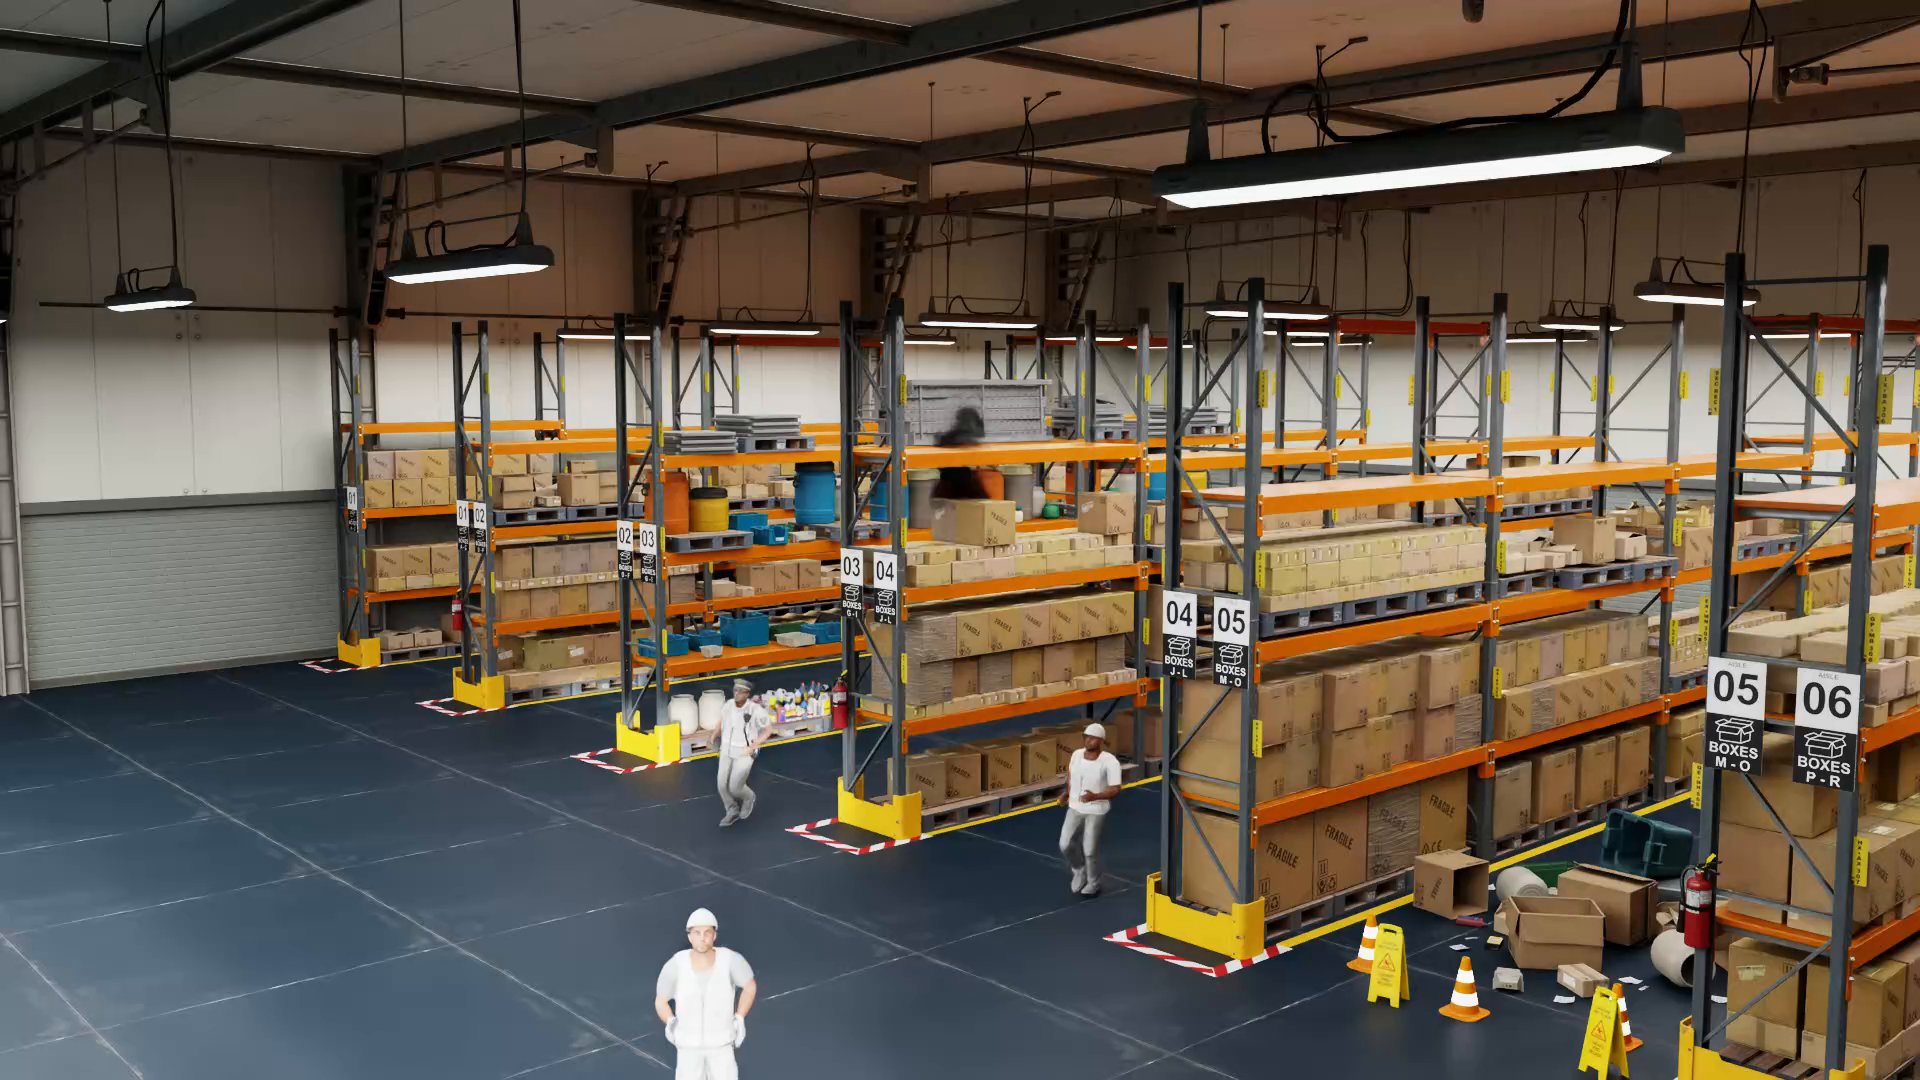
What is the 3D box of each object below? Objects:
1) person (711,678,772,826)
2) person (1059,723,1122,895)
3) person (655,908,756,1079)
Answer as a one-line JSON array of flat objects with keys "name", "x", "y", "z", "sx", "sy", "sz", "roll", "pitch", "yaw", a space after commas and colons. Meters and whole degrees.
[{"name": "person", "x": -2.537, "y": 2.436, "z": 19.057, "sx": 0.685, "sy": 1.721, "sz": 0.602, "roll": 3, "pitch": 6, "yaw": 28}, {"name": "person", "x": 1.257, "y": 2.669, "z": 16.460, "sx": 0.680, "sy": 1.718, "sz": 0.600, "roll": 4, "pitch": 7, "yaw": 33}, {"name": "person", "x": -1.633, "y": 3.241, "z": 10.678, "sx": 0.648, "sy": 1.740, "sz": 0.598, "roll": -1, "pitch": 6, "yaw": -6}]
